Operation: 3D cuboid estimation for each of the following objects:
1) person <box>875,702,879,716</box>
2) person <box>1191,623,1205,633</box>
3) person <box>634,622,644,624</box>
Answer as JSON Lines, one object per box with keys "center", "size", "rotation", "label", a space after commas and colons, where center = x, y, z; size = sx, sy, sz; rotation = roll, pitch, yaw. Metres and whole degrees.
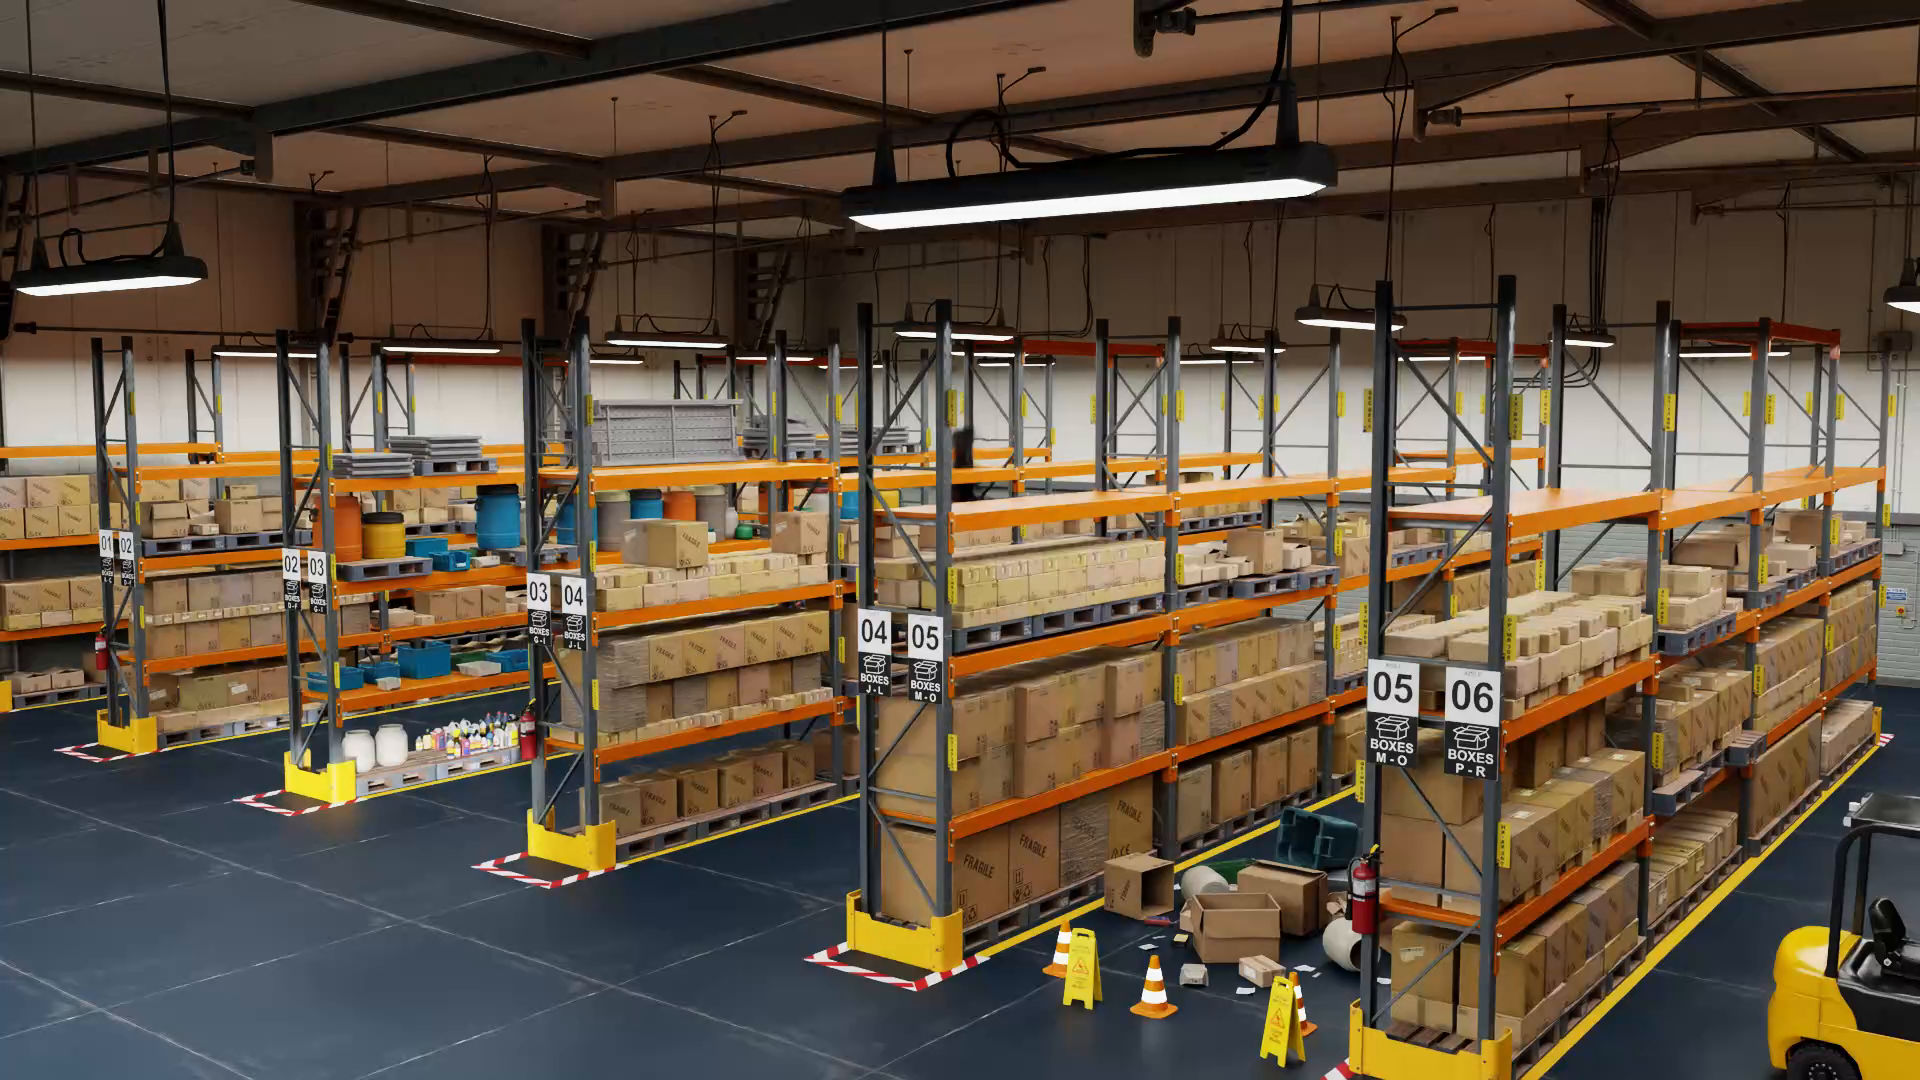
{"center": [-1.422, 2.014, 26.104], "size": [0.689, 1.790, 0.764], "rotation": [2, 6, 26], "label": "person"}
{"center": [3.742, 2.067, 26.224], "size": [0.732, 1.619, 0.596], "rotation": [-5, 7, -45], "label": "person"}
{"center": [-5.295, 1.873, 28.161], "size": [0.678, 1.700, 0.884], "rotation": [1, 5, 13], "label": "person"}
